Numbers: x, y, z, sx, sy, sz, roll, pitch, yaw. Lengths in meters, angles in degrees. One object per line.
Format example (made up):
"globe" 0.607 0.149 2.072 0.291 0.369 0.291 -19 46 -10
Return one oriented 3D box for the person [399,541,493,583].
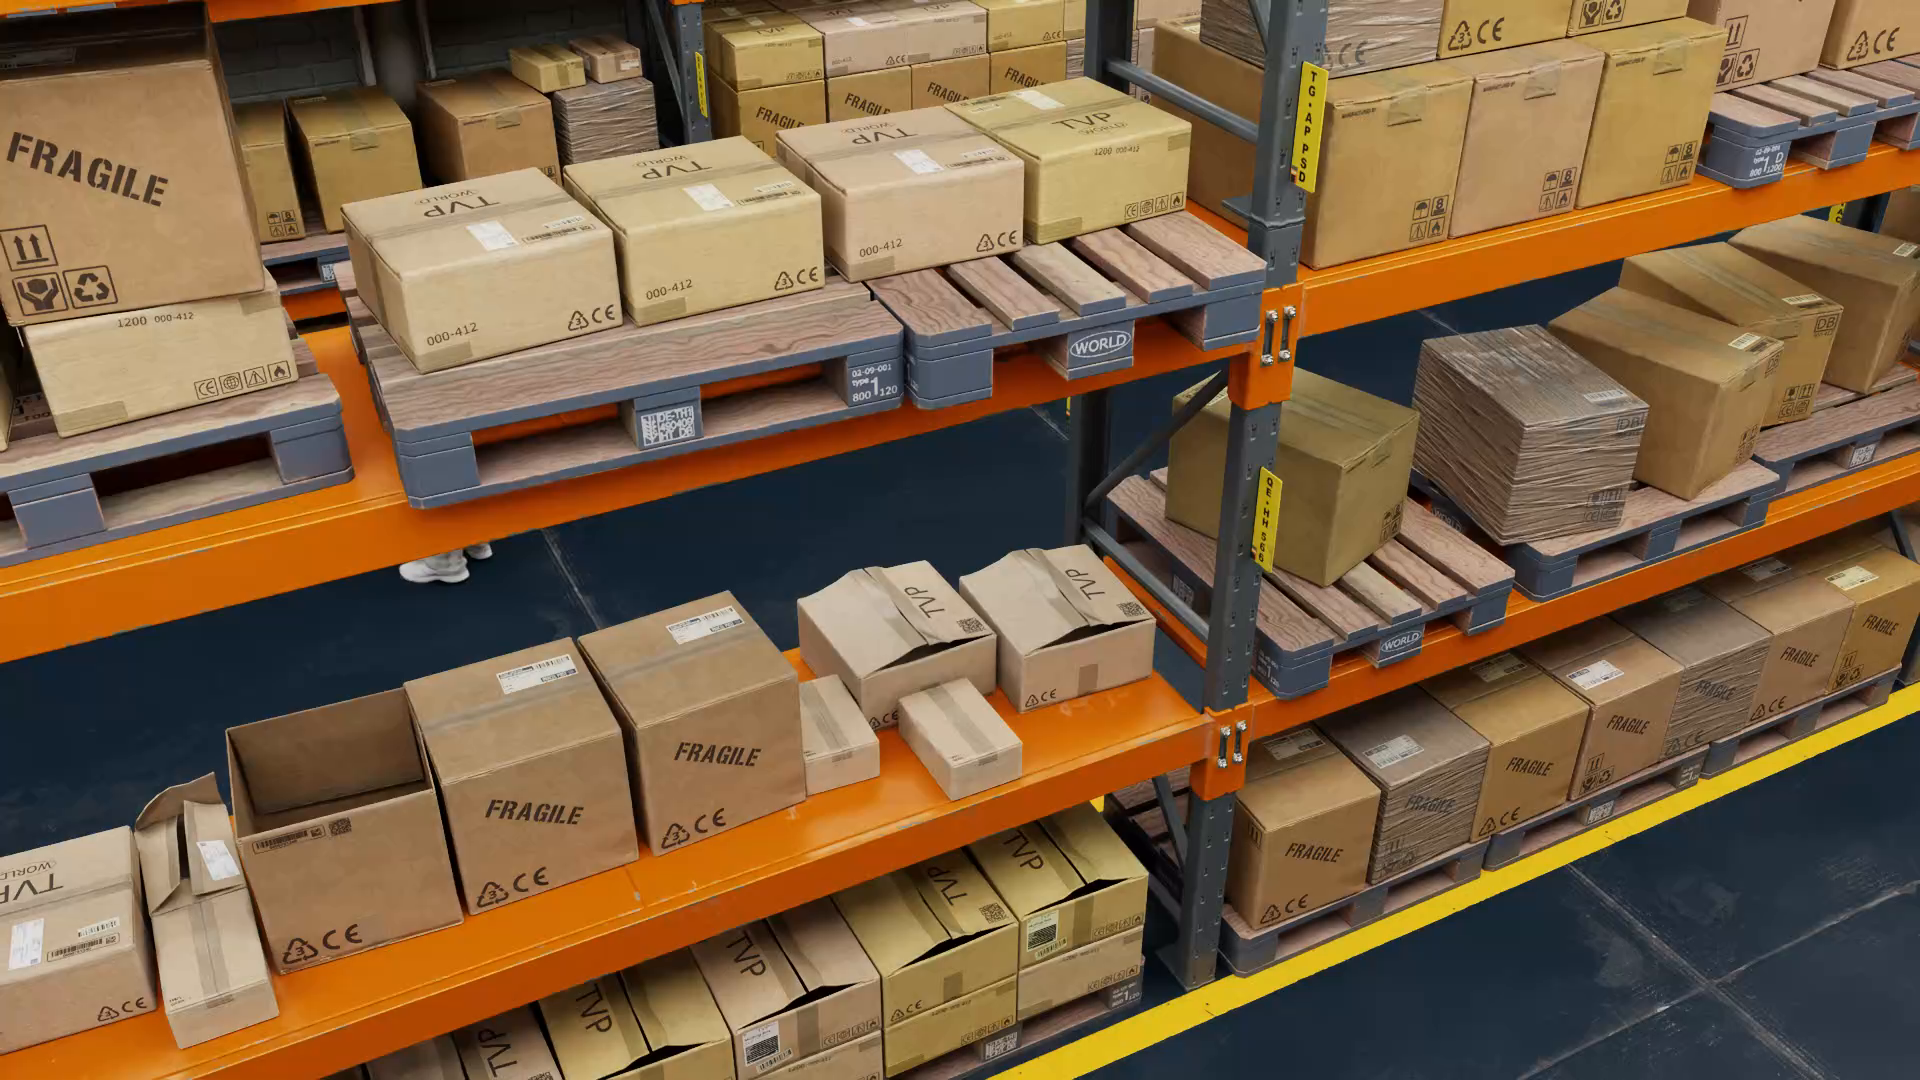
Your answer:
"person" -2.640 -0.628 8.127 0.390 1.790 0.576 12 35 18
